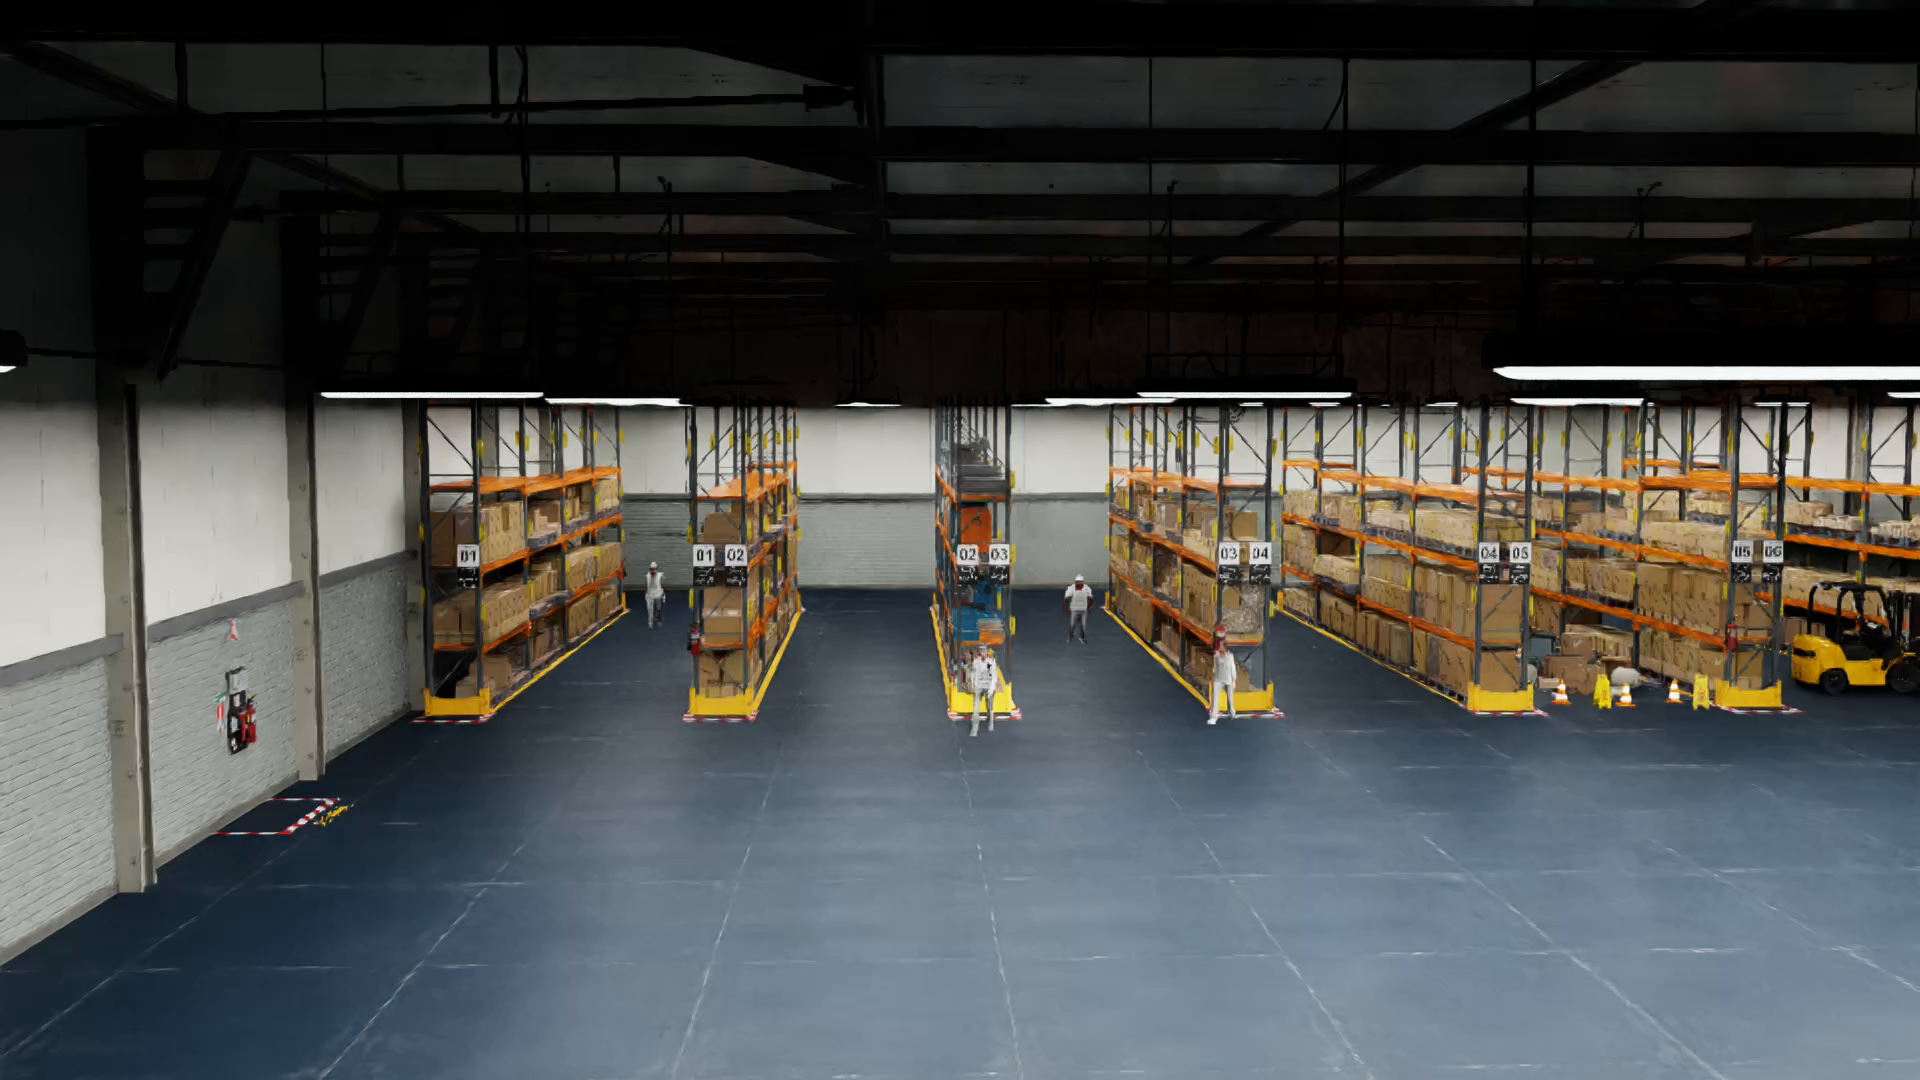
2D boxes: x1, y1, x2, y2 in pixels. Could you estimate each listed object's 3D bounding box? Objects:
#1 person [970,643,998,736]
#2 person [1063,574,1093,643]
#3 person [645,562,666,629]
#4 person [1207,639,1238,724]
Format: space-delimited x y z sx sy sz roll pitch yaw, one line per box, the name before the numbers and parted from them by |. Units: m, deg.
person | 0.429 2.595 29.209 0.480 1.620 0.986 1 5 7
person | 2.885 1.683 40.570 0.719 1.714 0.578 0 5 -3
person | -7.961 1.441 43.434 0.577 1.733 1.042 0 5 -3
person | 4.811 2.563 30.342 0.458 1.543 0.885 2 5 22
